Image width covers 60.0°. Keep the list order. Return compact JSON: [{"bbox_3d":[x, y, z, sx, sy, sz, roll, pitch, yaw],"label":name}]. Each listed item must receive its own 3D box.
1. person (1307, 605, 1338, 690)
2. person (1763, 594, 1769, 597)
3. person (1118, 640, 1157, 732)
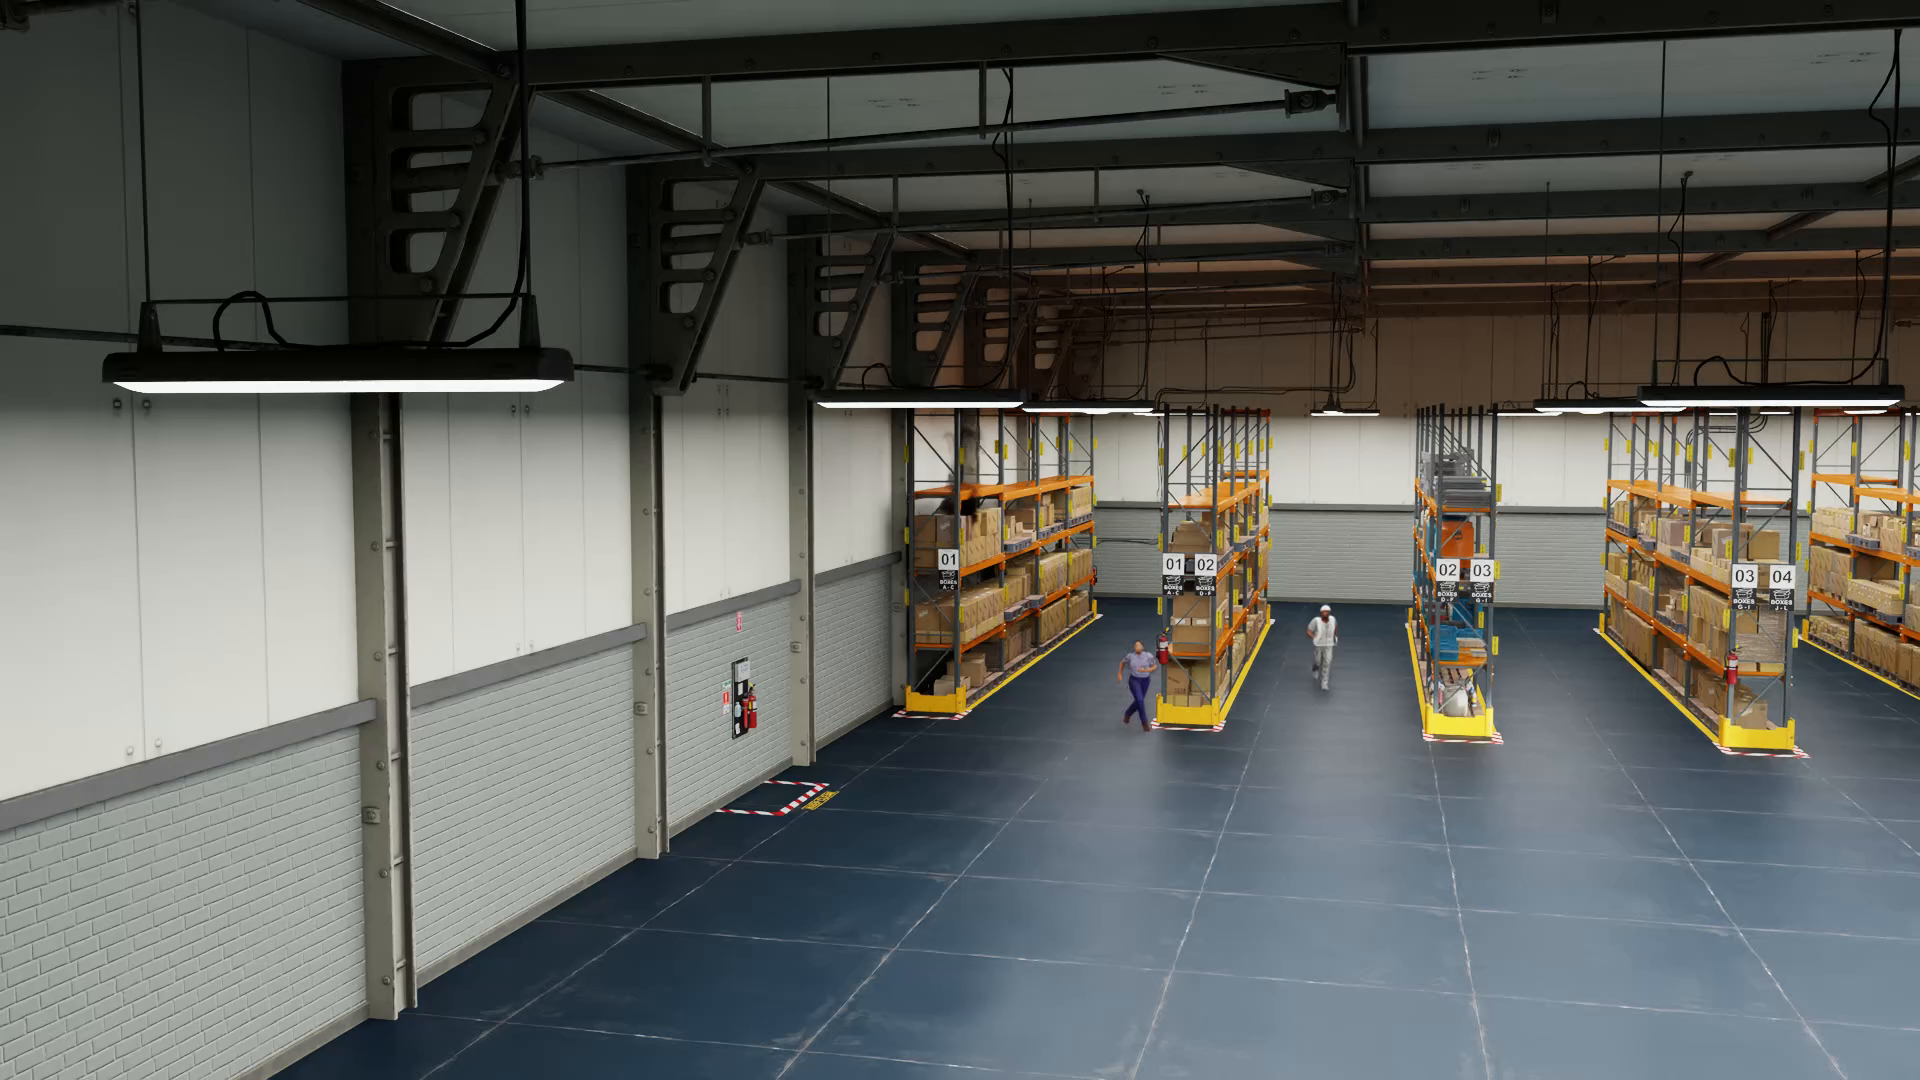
[{"bbox_3d":[7.746,2.261,35.496,0.707,1.770,0.972,0,4,-5],"label":"person"},{"bbox_3d":[20.854,1.773,43.257,0.608,1.614,0.537,2,5,31],"label":"person"},{"bbox_3d":[3.292,2.687,30.803,0.664,1.653,0.809,-1,4,-12],"label":"person"}]
